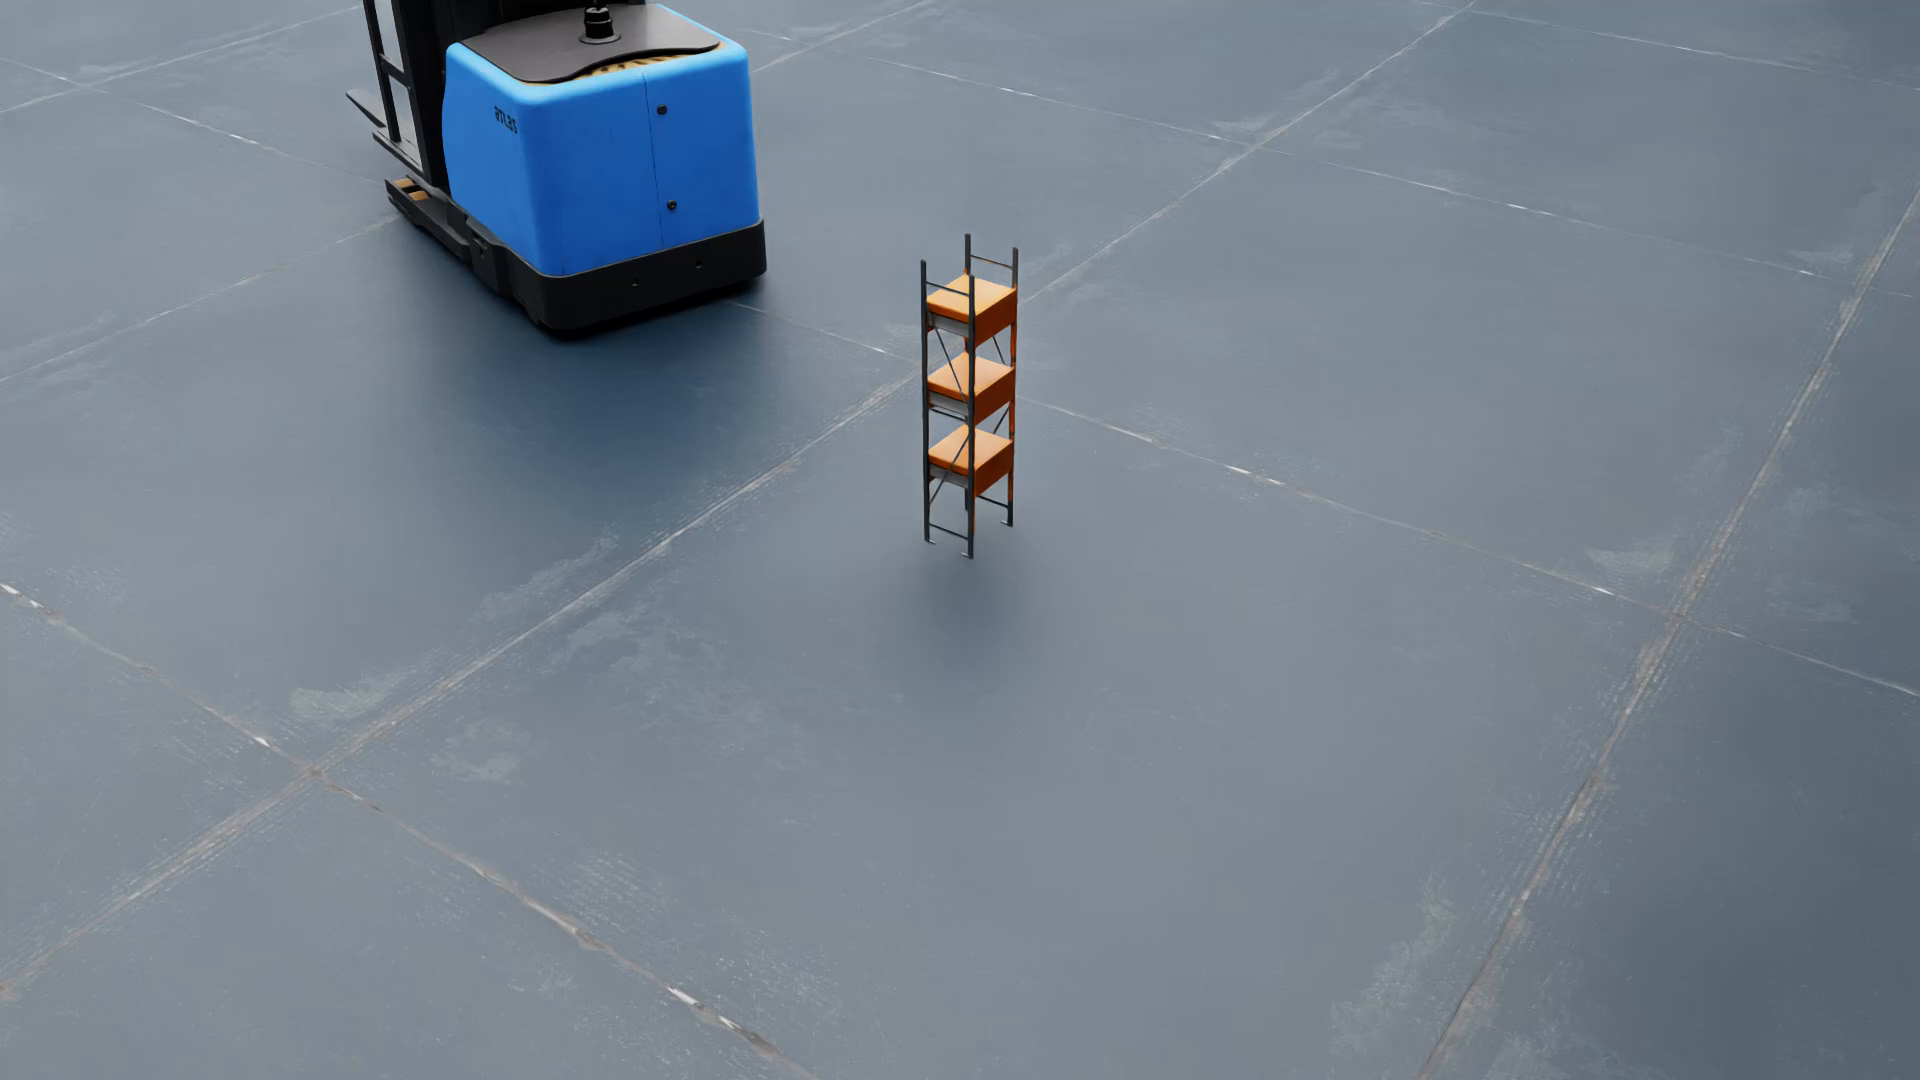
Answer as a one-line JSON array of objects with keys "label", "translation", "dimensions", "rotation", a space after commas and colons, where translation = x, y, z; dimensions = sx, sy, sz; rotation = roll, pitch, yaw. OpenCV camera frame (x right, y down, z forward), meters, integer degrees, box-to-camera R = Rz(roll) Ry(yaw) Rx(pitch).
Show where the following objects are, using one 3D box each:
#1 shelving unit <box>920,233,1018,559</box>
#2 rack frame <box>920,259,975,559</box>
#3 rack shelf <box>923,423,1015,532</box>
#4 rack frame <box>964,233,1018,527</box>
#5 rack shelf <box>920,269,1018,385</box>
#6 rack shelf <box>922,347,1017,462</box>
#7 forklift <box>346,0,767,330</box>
[{"label": "shelving unit", "translation": [0.031, -0.460, 5.492], "dimensions": [0.215, 1.050, 0.252], "rotation": [21, 39, 28]}, {"label": "rack frame", "translation": [-0.039, -0.403, 5.409], "dimensions": [0.200, 1.050, 0.008], "rotation": [21, 39, 28]}, {"label": "rack shelf", "translation": [0.031, -0.221, 5.654], "dimensions": [0.215, 0.259, 0.240], "rotation": [21, 39, 28]}, {"label": "rack frame", "translation": [0.100, -0.516, 5.575], "dimensions": [0.200, 1.050, 0.008], "rotation": [21, 39, 28]}, {"label": "rack shelf", "translation": [0.031, -0.686, 5.339], "dimensions": [0.215, 0.259, 0.240], "rotation": [21, 39, 28]}, {"label": "rack shelf", "translation": [0.031, -0.451, 5.498], "dimensions": [0.215, 0.259, 0.240], "rotation": [21, 39, 28]}, {"label": "forklift", "translation": [-2.131, -2.861, 7.364], "dimensions": [1.130, 2.935, 3.031], "rotation": [-22, 40, -29]}]
